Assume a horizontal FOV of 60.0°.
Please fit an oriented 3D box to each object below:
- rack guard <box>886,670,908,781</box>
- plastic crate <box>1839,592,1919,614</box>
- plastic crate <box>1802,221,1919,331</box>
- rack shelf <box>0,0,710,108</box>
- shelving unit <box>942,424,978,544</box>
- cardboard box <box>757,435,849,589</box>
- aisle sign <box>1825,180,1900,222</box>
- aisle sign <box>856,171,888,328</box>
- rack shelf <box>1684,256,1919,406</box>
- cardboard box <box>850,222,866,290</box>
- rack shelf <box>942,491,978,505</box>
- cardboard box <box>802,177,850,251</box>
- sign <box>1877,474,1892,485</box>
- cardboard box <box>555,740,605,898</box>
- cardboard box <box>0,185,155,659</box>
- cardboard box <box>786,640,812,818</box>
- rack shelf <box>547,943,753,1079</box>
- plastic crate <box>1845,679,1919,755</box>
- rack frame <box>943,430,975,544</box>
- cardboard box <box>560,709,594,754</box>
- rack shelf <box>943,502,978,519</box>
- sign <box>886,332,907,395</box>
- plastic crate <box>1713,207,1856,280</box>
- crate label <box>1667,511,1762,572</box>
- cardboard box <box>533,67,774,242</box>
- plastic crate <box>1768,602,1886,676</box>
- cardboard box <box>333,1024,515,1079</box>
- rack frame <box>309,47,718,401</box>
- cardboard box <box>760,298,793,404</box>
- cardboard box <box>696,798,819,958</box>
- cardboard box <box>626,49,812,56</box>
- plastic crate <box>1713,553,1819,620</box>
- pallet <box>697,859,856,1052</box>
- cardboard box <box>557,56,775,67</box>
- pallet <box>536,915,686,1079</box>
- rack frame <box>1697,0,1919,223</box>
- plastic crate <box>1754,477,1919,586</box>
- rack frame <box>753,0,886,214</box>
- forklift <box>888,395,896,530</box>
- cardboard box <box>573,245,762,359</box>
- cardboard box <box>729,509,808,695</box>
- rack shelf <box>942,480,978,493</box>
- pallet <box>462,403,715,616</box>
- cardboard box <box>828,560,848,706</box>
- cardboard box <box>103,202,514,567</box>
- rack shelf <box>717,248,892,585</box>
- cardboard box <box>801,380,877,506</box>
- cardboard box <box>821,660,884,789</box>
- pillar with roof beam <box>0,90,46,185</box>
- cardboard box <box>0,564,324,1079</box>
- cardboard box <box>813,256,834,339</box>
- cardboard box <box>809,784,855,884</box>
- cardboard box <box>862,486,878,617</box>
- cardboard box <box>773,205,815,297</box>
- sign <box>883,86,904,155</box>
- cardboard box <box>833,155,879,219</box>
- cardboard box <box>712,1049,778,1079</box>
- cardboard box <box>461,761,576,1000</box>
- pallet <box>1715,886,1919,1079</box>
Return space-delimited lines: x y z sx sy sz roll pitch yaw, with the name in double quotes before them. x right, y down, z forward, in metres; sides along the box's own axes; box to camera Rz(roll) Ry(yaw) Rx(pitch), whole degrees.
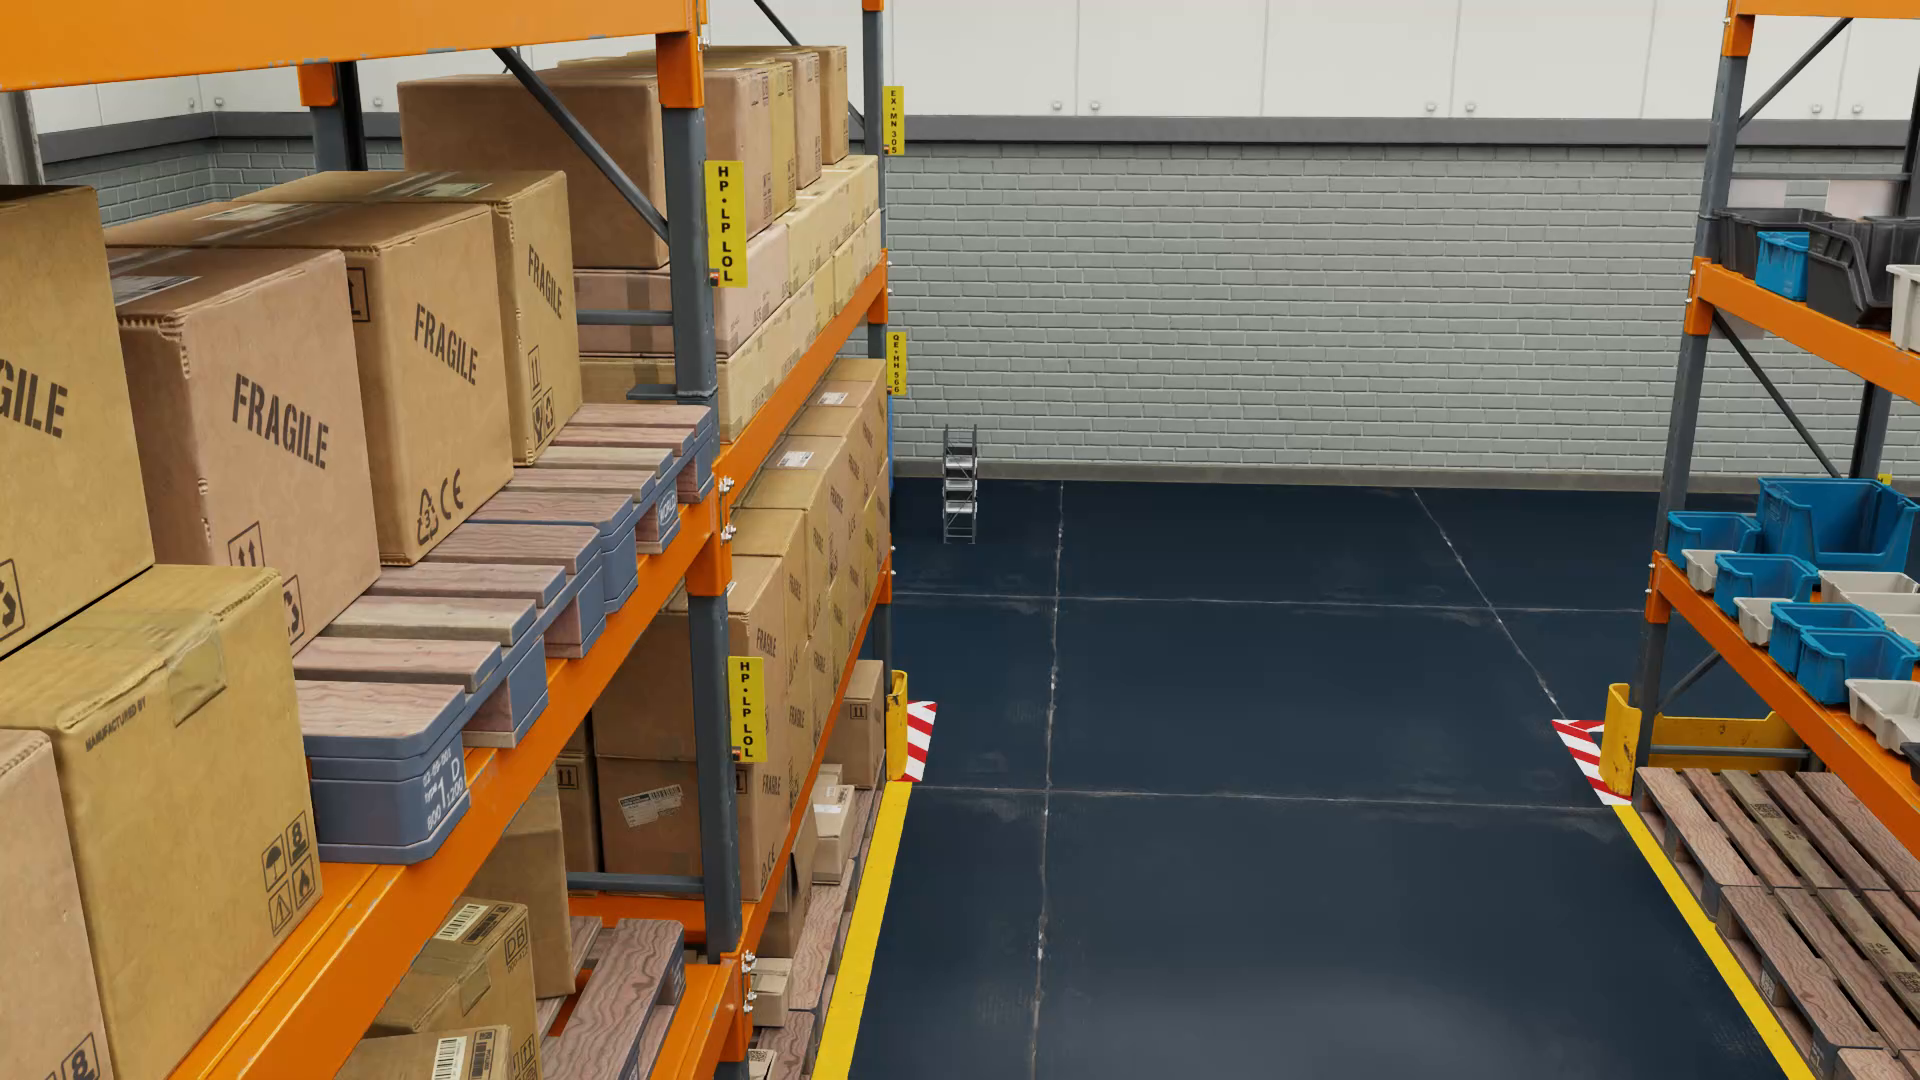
"rack guard" -0.881 0.995 9.084 1.175 0.500 0.348 1 18 4
"plastic crate" 4.152 0.339 7.398 0.396 0.136 0.243 1 18 4
"plastic crate" 3.681 -1.032 6.539 0.504 0.338 0.767 1 18 4
"rack shelf" -1.306 -0.672 2.320 1.077 0.370 4.000 1 18 4
"shelving unit" 0.001 -0.430 12.791 0.258 0.900 0.210 1 18 4
"cardboard box" -0.738 -0.117 6.697 0.500 0.500 0.500 2 18 6
"aisle sign" 4.362 -1.356 8.069 0.394 0.787 0.004 1 18 4
"aisle sign" -0.565 -1.466 8.406 0.394 0.787 0.004 1 18 4
"rack shelf" 3.922 -0.567 6.175 1.077 0.370 4.000 1 18 4
"cardboard box" -0.696 -1.250 7.345 0.500 0.250 0.500 1 18 4
"rack shelf" 0.001 -0.313 12.829 0.258 0.077 0.200 1 18 4
"cardboard box" -0.733 -1.333 6.793 0.500 0.250 0.500 1 18 4
"sign" 4.615 -0.175 8.378 0.100 0.325 0.005 1 18 4
"cardboard box" -1.382 0.817 5.451 0.500 0.500 0.500 2 18 5
"cardboard box" -1.338 -0.132 1.925 0.500 0.500 0.500 1 18 4
"cardboard box" -0.820 0.667 5.910 0.500 0.500 0.500 2 18 5
"rack shelf" -1.306 1.989 3.192 1.077 0.370 4.000 1 18 4
"plastic crate" 3.603 0.687 6.337 0.293 0.136 0.466 1 18 4
"rack frame" -0.007 -0.399 12.694 0.240 0.900 0.006 1 18 4
"cardboard box" -1.384 0.340 5.301 0.500 0.500 0.500 1 18 4
"rack shelf" 0.001 -0.227 12.857 0.258 0.077 0.200 1 18 4
"sign" -0.323 -0.898 8.480 0.100 0.325 0.005 1 18 4
"plastic crate" 3.759 -1.355 7.633 0.497 0.269 0.590 1 18 4
"crate label" 3.719 0.016 8.231 0.416 0.233 0.303 1 18 4
"cardboard box" -0.988 -1.226 5.265 0.700 0.500 0.500 1 18 4
"plastic crate" 3.624 0.424 6.983 0.416 0.233 0.300 1 18 4
"cardboard box" -1.227 1.329 3.216 0.700 0.500 0.500 -3 18 -10
"rack frame" -1.162 -1.825 4.041 1.000 3.000 0.127 1 18 4
"cardboard box" -0.841 -0.629 5.449 0.500 0.250 0.500 1 18 4
"cardboard box" -1.033 1.419 7.077 0.797 0.503 0.637 1 18 4
"cardboard box" -1.016 -1.851 7.172 0.700 0.500 0.500 1 18 4
"plastic crate" 3.672 0.220 7.607 0.416 0.233 0.300 1 18 4
"pallet" -1.027 1.758 7.220 1.003 0.211 1.213 1 18 4
"cardboard box" -1.074 -1.540 6.223 0.700 0.500 0.500 1 18 4
"pallet" -1.328 1.363 4.255 1.003 0.211 1.213 1 18 4
"rack frame" 4.065 -2.956 7.492 1.000 3.000 0.127 1 18 4
"plastic crate" 4.227 -0.042 8.081 0.616 0.435 0.499 1 18 4
"rack frame" -0.875 -3.067 7.832 1.000 3.000 0.127 1 18 4
"forklift" -2.054 -1.422 12.557 3.031 2.935 1.130 1 18 3
"cardboard box" -0.880 -0.711 4.898 0.500 0.250 0.500 1 18 4
"cardboard box" -0.811 0.203 5.721 0.500 0.500 0.500 1 18 2
"rack shelf" 0.001 -0.398 12.801 0.258 0.077 0.200 1 18 4
"pallet" -1.279 -0.109 3.924 1.213 0.211 1.003 1 18 4
"cardboard box" -0.747 0.354 6.866 0.500 0.500 0.500 1 18 3
"cardboard box" -1.297 -0.331 3.304 0.600 0.600 0.600 1 18 3
"rack shelf" -1.019 -0.679 6.516 1.077 0.370 4.000 1 18 4
"cardboard box" -0.668 -0.438 7.676 0.500 0.500 0.500 2 18 5
"cardboard box" -0.669 0.937 8.555 0.500 0.500 0.500 1 18 4
"pillar with roof beam" -2.192 -3.939 10.491 9.100 9.000 0.400 1 18 4
"cardboard box" -1.377 0.339 2.093 0.910 0.500 0.500 1 18 4
"cardboard box" -0.771 -0.940 6.397 0.500 0.250 0.500 1 18 4
"cardboard box" -0.767 1.350 7.696 0.500 0.250 0.500 1 18 4
"cardboard box" -0.670 0.042 7.816 0.500 0.500 0.500 1 18 4
"cardboard box" -0.798 -1.022 5.845 0.500 0.250 0.500 1 18 4
"sign" -0.323 -2.044 8.105 0.100 0.325 0.005 1 18 4
"cardboard box" -0.658 -1.643 7.741 0.500 0.250 0.500 1 18 4
"cardboard box" -0.916 1.969 5.709 0.500 0.311 0.500 1 18 4
"cardboard box" -1.419 0.921 4.461 0.700 0.500 0.500 -5 19 -15
"pallet" 3.877 1.853 6.928 1.003 0.211 1.213 1 18 4
